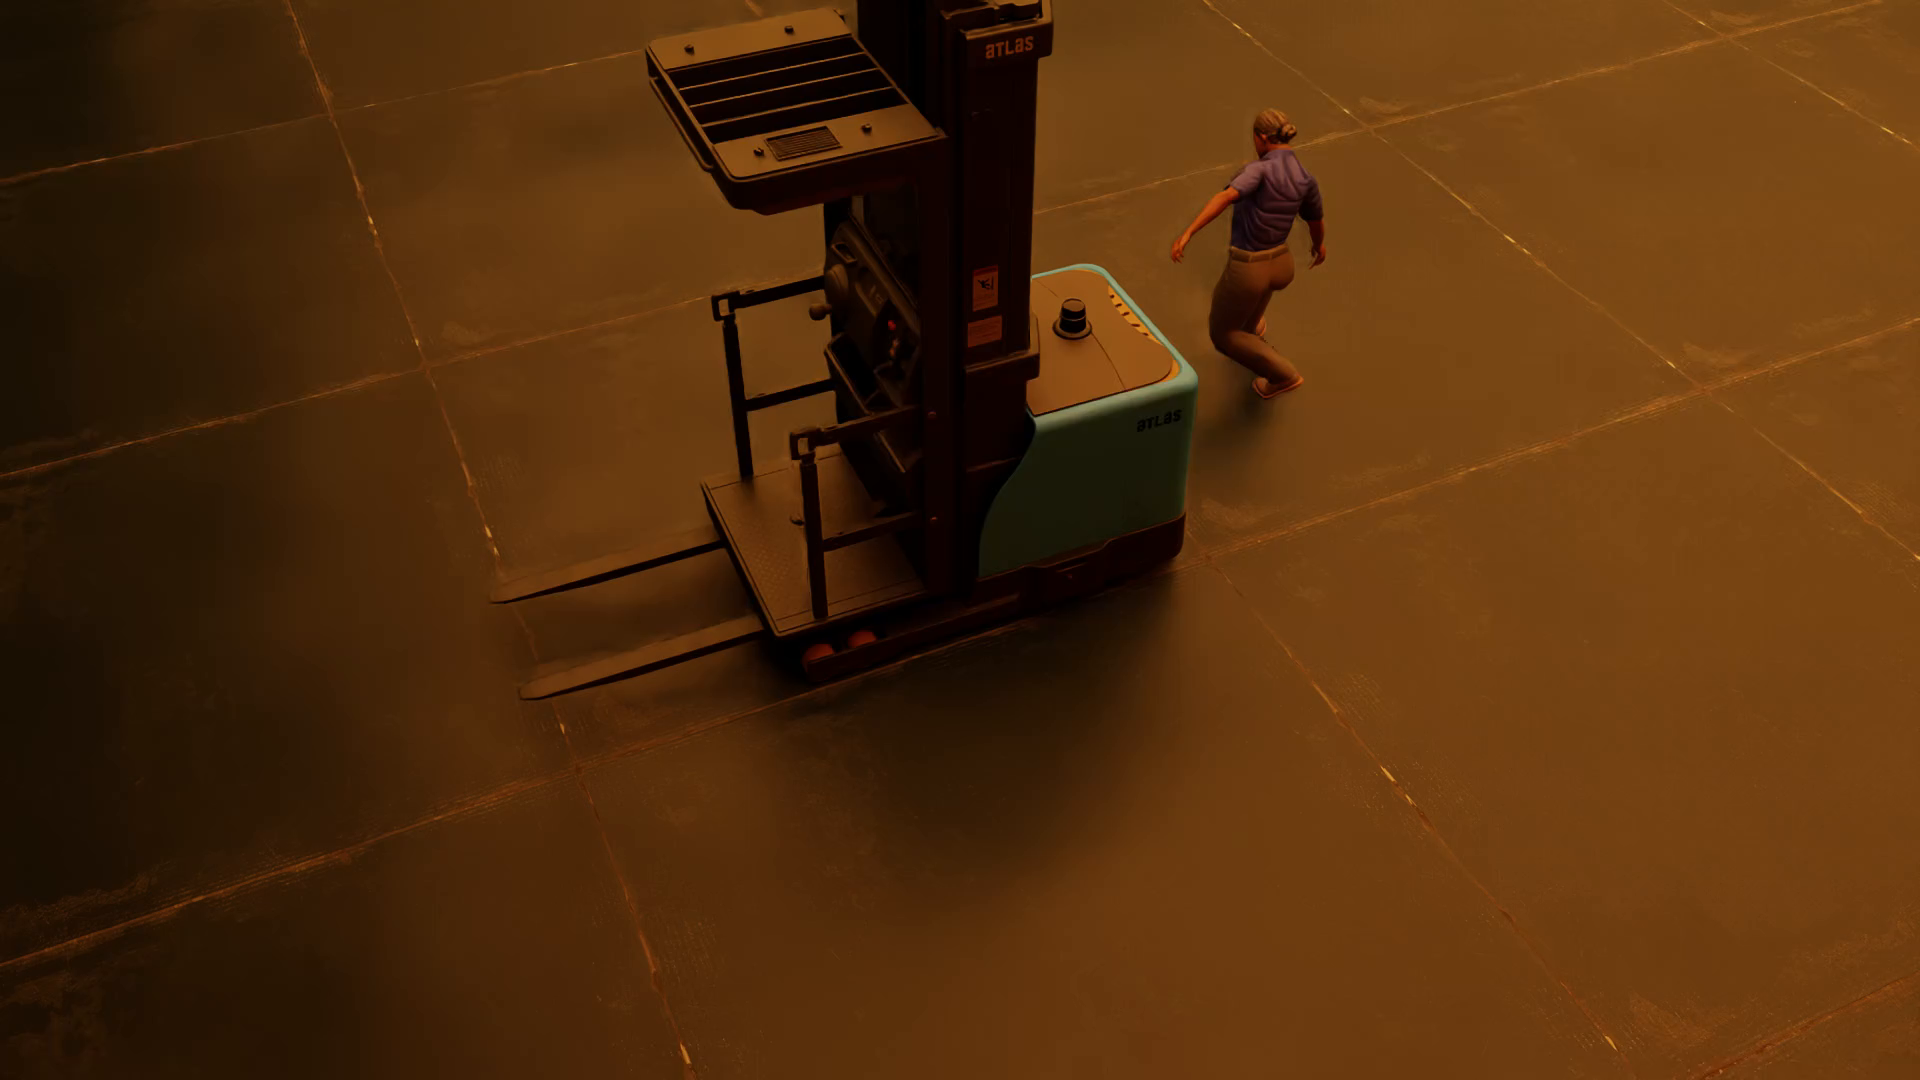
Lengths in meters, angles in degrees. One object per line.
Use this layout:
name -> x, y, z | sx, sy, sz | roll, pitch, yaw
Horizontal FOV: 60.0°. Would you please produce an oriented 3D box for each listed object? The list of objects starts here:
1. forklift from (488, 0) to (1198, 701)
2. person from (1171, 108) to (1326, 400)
forklift -> -0.539, -0.875, 6.618 | 3.031, 2.935, 1.130 | -17, 46, -17
person -> 1.384, -1.355, 8.220 | 1.105, 1.454, 0.669 | -20, 46, -20
